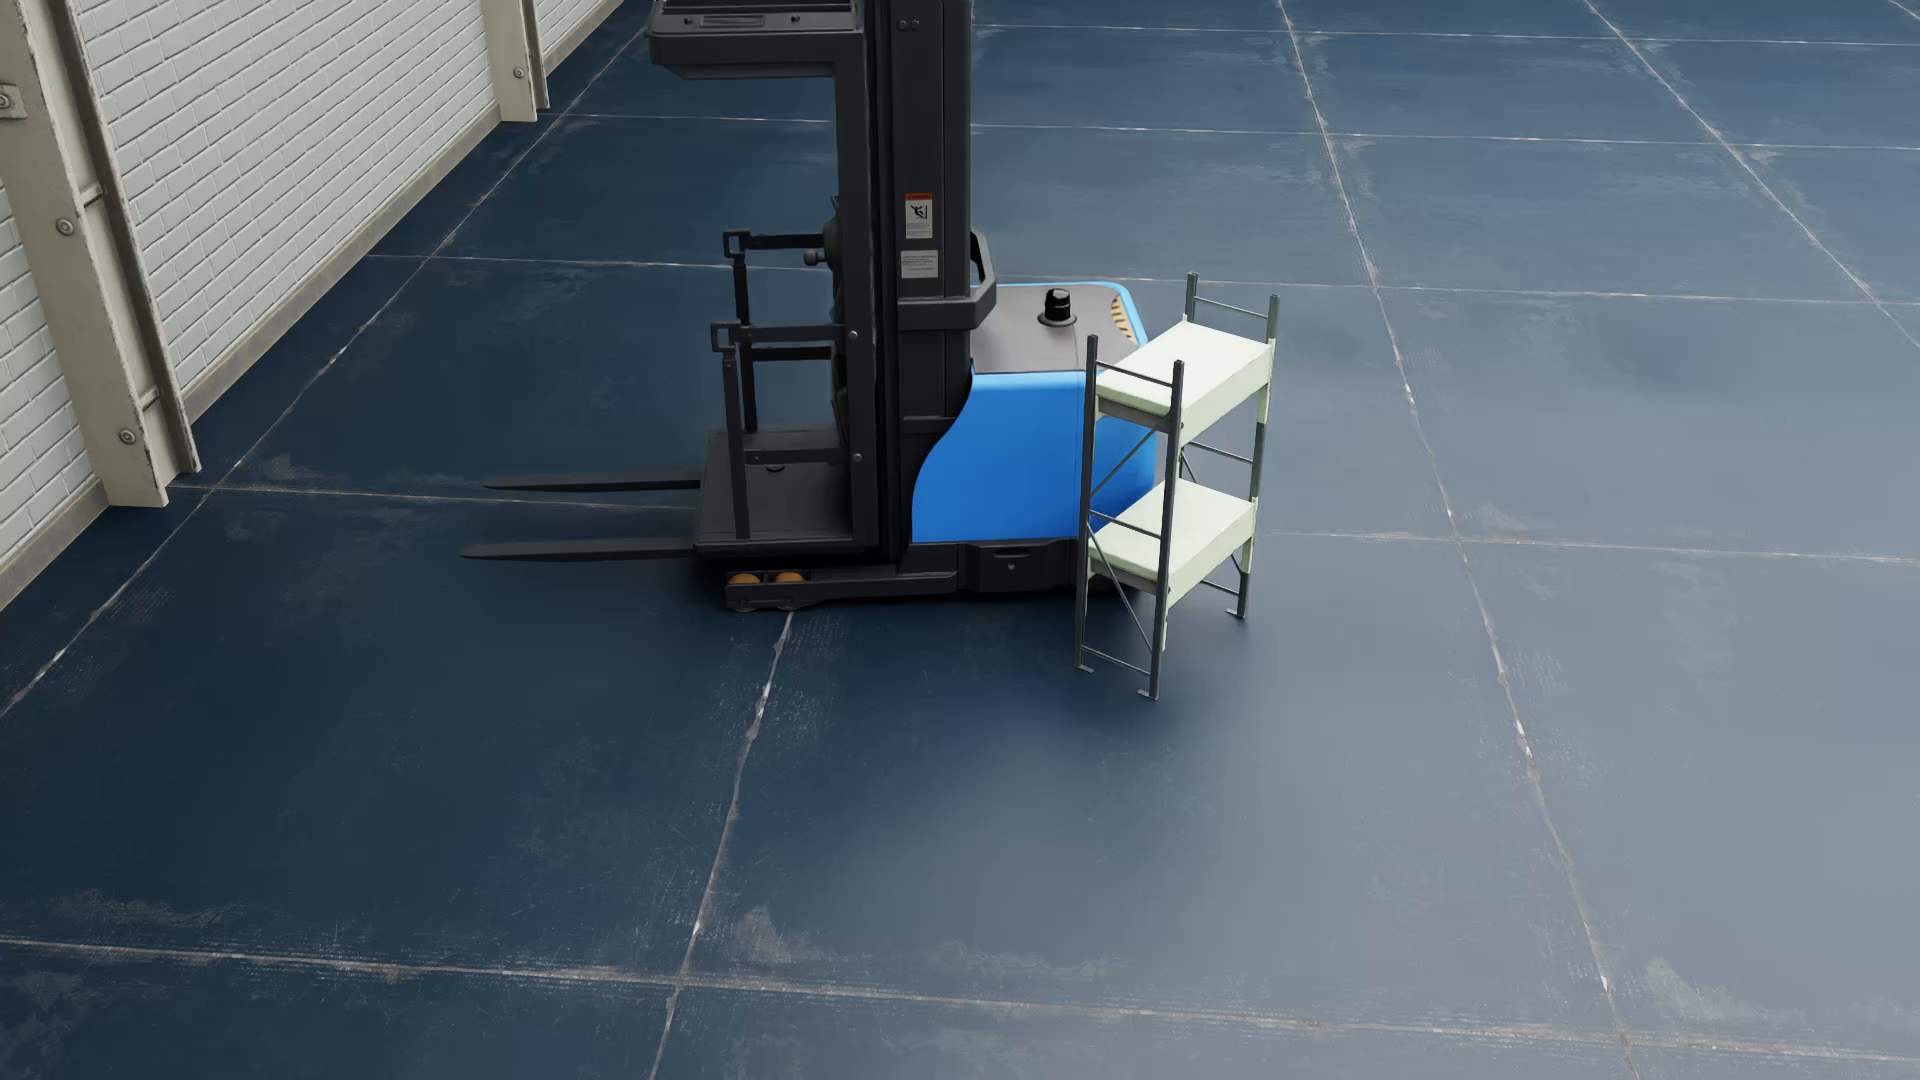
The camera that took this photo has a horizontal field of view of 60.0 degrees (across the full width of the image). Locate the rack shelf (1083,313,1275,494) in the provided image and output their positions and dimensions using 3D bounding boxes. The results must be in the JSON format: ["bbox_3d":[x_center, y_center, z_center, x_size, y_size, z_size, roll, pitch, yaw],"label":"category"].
[{"bbox_3d":[0.854,-0.542,6.457,0.431,0.370,0.720,21,38,31],"label":"rack shelf"}]

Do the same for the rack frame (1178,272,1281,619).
[{"bbox_3d":[1.073,-0.364,6.911,0.400,1.500,0.023,21,38,31],"label":"rack frame"}]

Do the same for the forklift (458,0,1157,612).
[{"bbox_3d":[-0.694,-1.221,6.938,3.031,2.935,1.130,-2,32,-3],"label":"forklift"}]

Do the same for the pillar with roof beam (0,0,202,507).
[{"bbox_3d":[0.320,-3.915,5.525,9.100,9.000,0.400,2,32,4],"label":"pillar with roof beam"}]

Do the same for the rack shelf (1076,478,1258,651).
[{"bbox_3d":[0.854,0.067,6.833,0.431,0.370,0.720,21,38,31],"label":"rack shelf"}]

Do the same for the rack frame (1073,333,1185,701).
[{"bbox_3d":[0.635,-0.056,6.412,0.400,1.500,0.023,21,38,31],"label":"rack frame"}]

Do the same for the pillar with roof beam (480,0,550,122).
[{"bbox_3d":[0.808,-7.052,10.616,9.100,9.000,0.400,2,32,4],"label":"pillar with roof beam"}]

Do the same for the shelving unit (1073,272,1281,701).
[{"bbox_3d":[0.854,-0.210,6.662,0.431,1.500,0.755,21,38,31],"label":"shelving unit"}]
